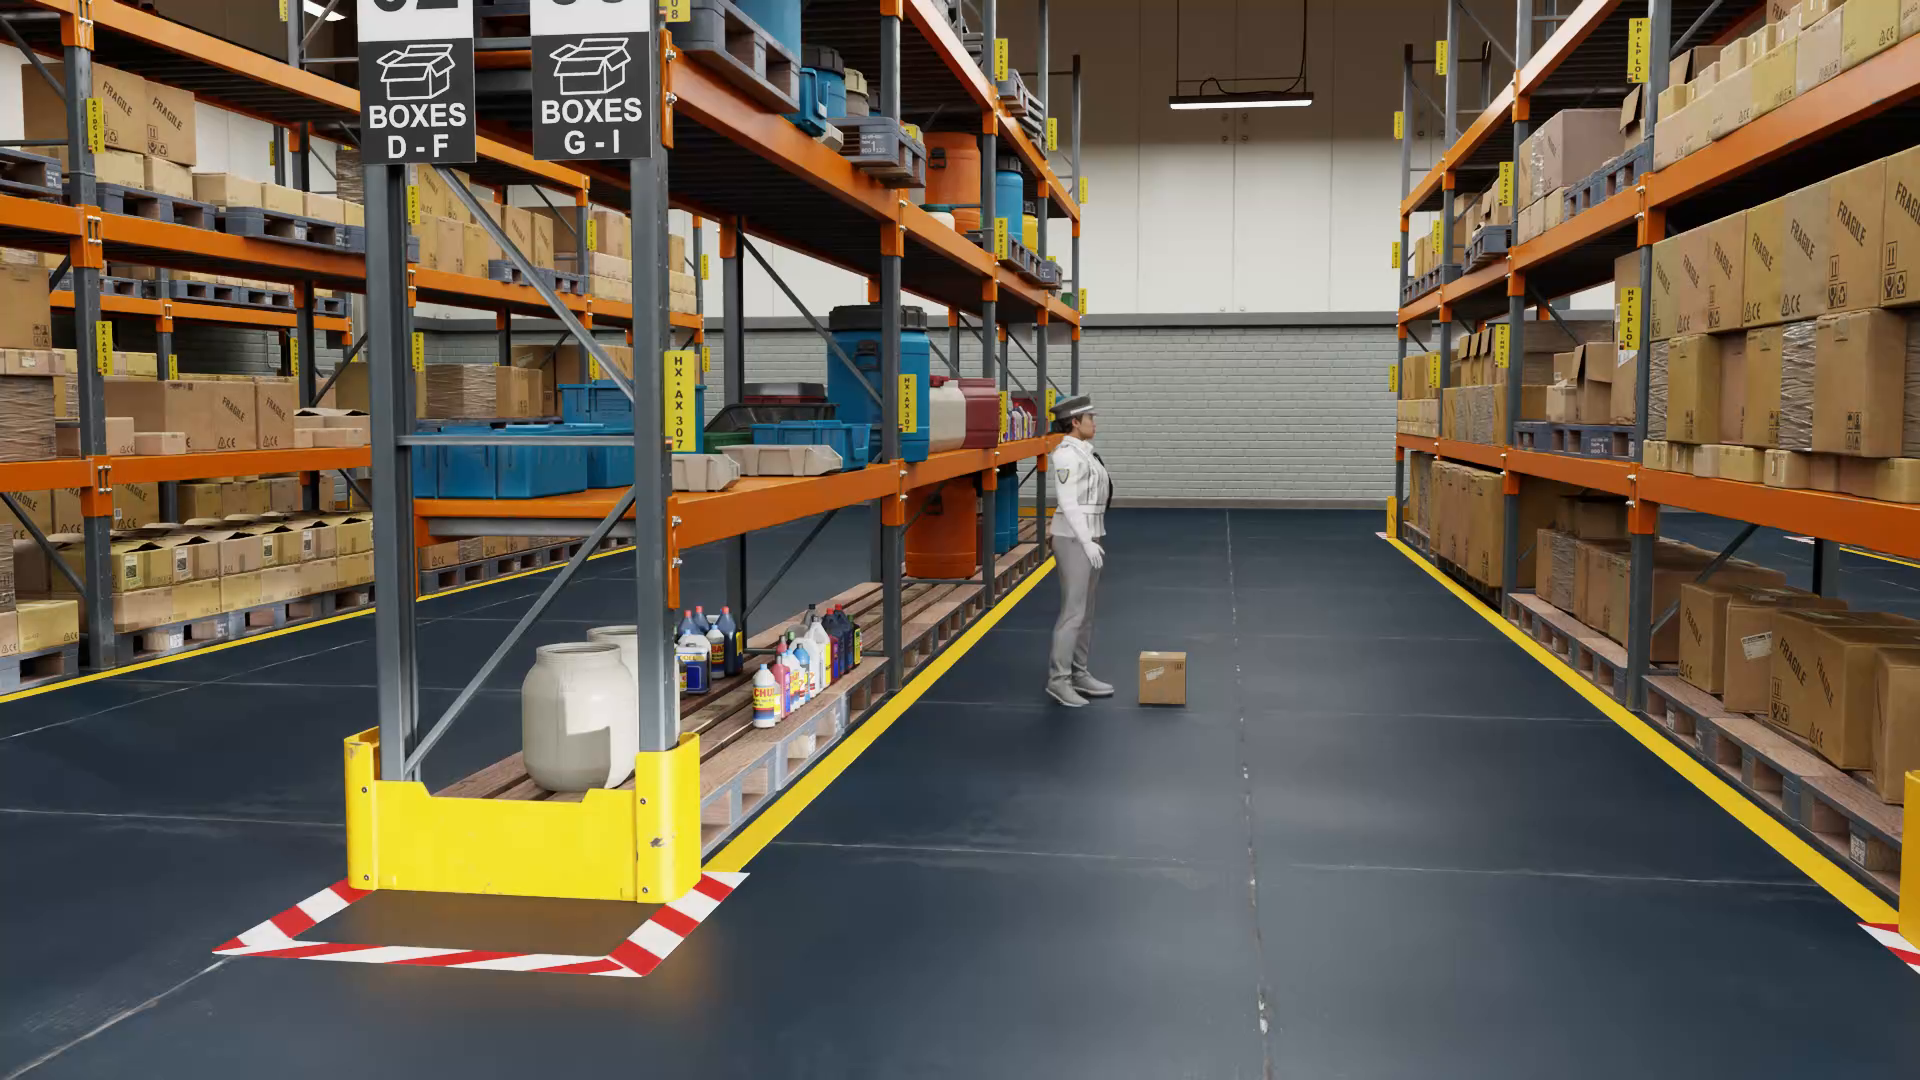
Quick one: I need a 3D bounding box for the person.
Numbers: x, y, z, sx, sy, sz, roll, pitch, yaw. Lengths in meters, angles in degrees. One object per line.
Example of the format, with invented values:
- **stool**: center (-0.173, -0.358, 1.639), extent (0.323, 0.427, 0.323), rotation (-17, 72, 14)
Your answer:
- **person**: center (0.661, 0.041, 9.225), extent (0.361, 1.727, 0.551), rotation (1, 5, 17)
